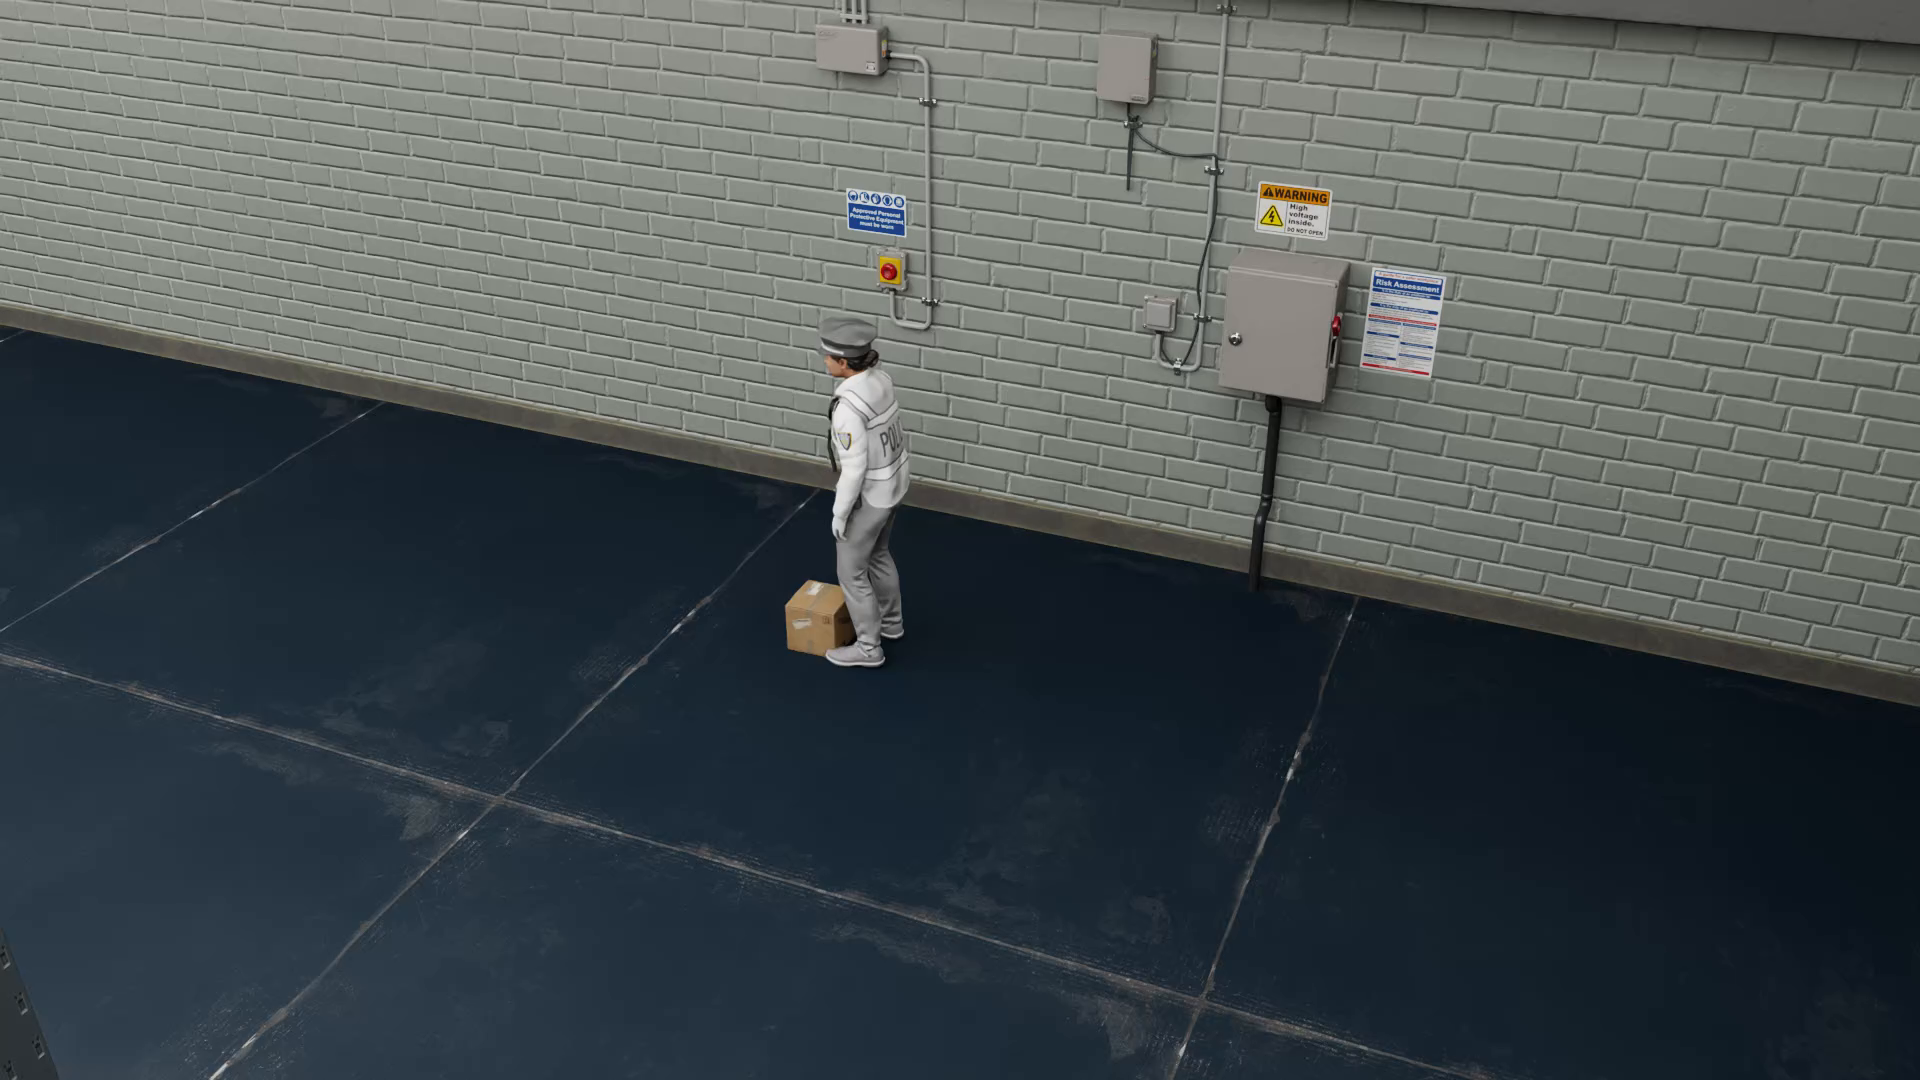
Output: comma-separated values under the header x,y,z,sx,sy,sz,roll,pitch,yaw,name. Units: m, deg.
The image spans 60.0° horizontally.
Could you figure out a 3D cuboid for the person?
x,y,z,sx,sy,sz,roll,pitch,yaw,name
-0.427,-0.196,7.466,0.369,1.663,0.518,10,31,17,person
